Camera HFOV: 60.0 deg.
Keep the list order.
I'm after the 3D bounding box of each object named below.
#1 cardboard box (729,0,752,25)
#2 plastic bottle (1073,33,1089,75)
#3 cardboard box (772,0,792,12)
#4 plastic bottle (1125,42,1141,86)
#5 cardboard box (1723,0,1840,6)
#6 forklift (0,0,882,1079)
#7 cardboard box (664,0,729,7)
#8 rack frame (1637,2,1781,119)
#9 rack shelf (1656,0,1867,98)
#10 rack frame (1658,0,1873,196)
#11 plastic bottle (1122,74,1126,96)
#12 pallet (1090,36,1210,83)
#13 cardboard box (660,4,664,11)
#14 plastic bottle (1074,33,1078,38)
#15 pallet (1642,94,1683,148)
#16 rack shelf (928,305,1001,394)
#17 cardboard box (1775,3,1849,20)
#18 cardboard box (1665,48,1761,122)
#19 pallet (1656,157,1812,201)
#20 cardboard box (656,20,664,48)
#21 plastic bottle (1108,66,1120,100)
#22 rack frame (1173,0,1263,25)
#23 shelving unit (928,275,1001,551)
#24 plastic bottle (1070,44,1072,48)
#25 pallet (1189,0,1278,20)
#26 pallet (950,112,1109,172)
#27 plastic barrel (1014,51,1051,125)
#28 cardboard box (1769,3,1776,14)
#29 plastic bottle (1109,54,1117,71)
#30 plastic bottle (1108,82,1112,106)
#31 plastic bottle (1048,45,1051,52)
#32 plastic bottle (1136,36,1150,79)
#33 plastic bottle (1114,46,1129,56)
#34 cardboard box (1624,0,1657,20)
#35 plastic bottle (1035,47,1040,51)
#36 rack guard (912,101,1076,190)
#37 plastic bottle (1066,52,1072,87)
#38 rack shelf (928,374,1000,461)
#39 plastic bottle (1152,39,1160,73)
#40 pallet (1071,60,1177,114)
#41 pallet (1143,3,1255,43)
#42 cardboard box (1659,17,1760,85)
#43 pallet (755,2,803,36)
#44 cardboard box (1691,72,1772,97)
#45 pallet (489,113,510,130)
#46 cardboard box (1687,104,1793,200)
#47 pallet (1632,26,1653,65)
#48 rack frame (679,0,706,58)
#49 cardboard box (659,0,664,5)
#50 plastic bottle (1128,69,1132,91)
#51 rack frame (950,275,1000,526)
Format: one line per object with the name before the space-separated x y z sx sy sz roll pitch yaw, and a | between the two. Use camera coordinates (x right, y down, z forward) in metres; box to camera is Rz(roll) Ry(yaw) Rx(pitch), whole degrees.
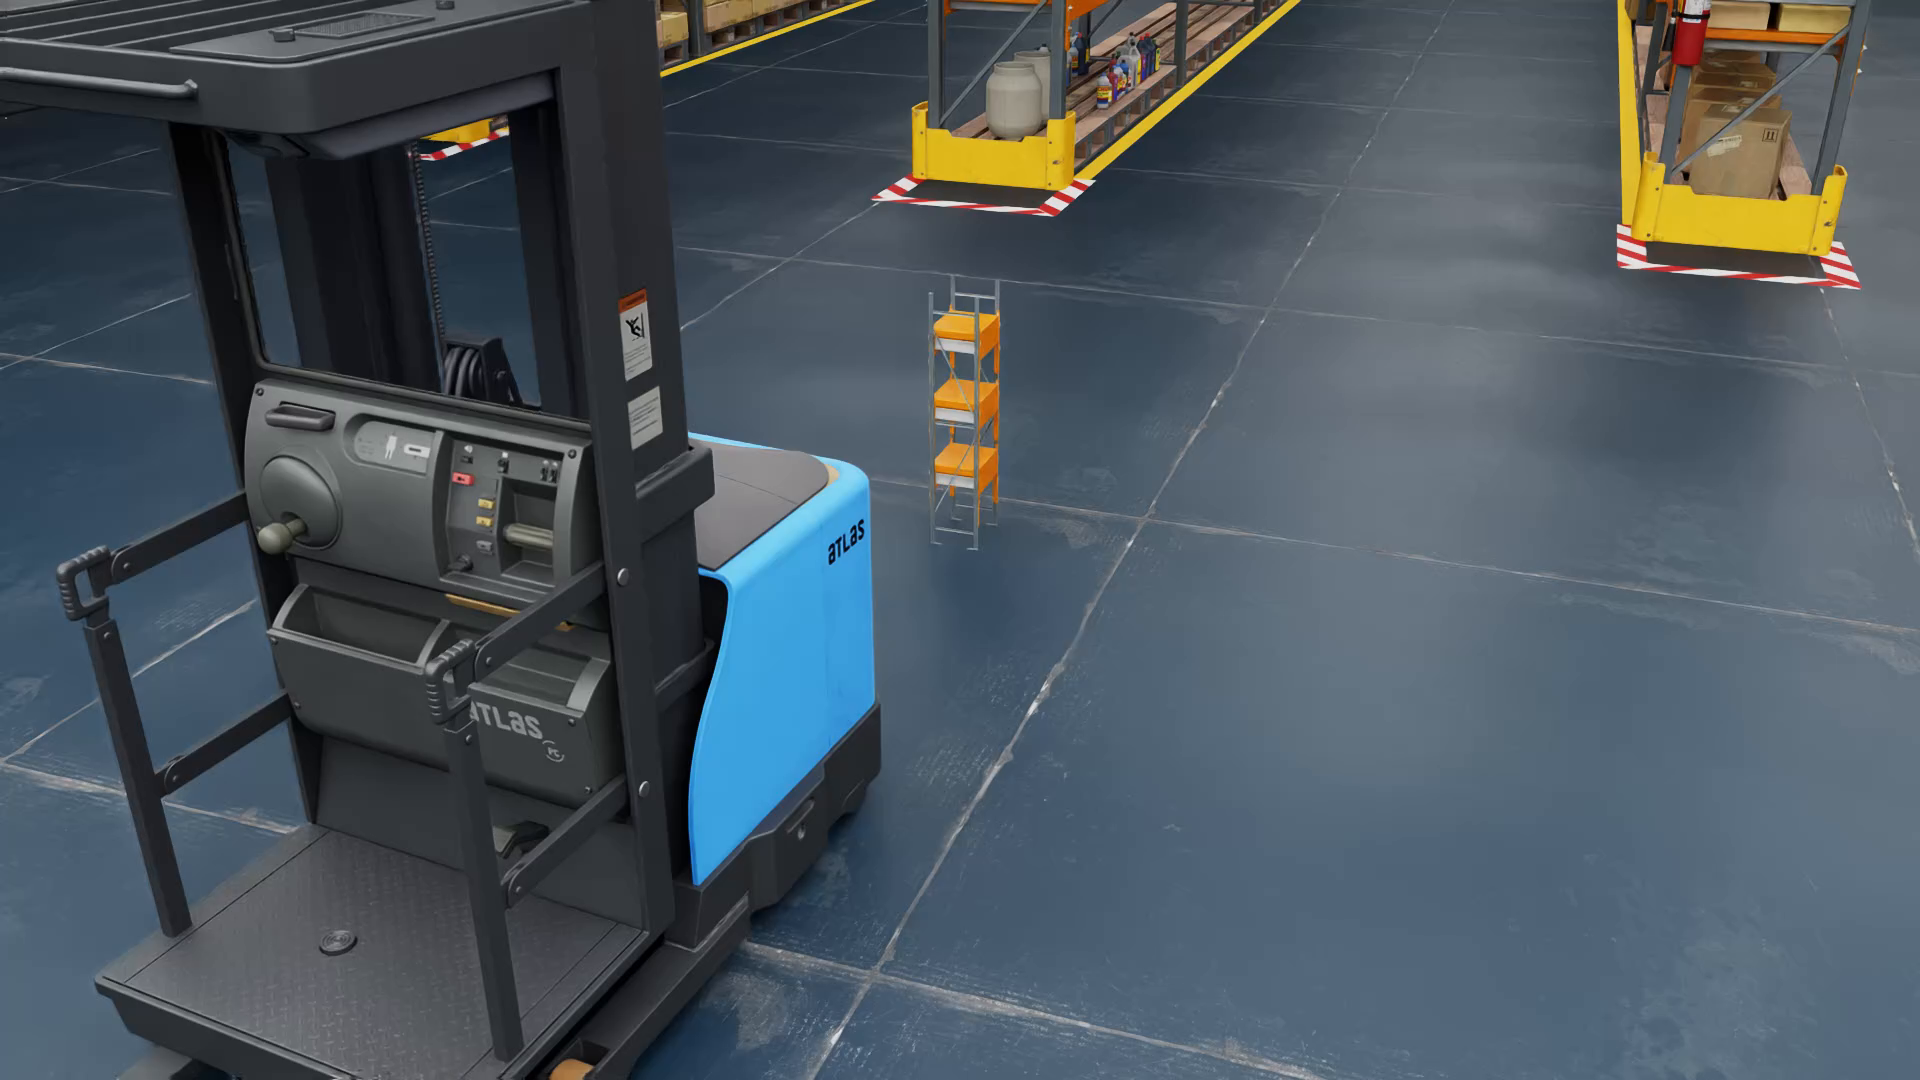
cardboard box | -2.540 -5.621 17.592 0.500 0.250 0.500 9 27 19
plastic bottle | 1.066 -4.324 14.773 0.144 0.351 0.185 9 27 17
cardboard box | -2.200 -6.044 18.464 0.500 0.250 0.500 9 27 18
plastic bottle | 1.477 -4.098 14.307 0.144 0.351 0.185 9 27 17
cardboard box | 5.139 -3.649 10.389 0.875 0.500 0.500 9 27 17
forklift | -1.318 -0.074 3.539 1.130 2.935 3.031 11 28 22
cardboard box | -2.707 -5.668 17.044 0.500 0.311 0.500 9 27 18
rack frame | 6.261 -4.892 13.412 1.000 3.000 0.127 9 27 17
rack shelf | 5.595 -3.747 11.871 1.077 0.370 4.000 9 27 17
rack frame | 4.930 -3.248 10.017 1.000 3.000 0.127 9 27 17
plastic bottle | 1.337 -3.828 13.920 0.097 0.201 0.097 0 26 0
pallet | 1.815 -4.684 16.181 1.003 0.211 1.213 9 27 17
cardboard box | -3.215 -5.494 17.329 0.500 0.250 0.500 8 27 17
plastic bottle | 1.071 -4.513 15.255 0.097 0.271 0.097 0 26 0
pallet | 6.071 -3.356 13.439 1.003 0.211 1.213 9 27 17
rack shelf | 0.018 -0.740 6.448 0.215 0.259 0.240 9 27 17
cardboard box | 5.351 -3.318 10.449 0.380 0.149 0.250 9 27 17
cardboard box | 5.907 -3.561 13.049 0.500 0.500 0.500 19 32 34
pallet | 5.259 -2.353 11.368 1.003 0.211 1.213 9 27 17
cardboard box | -3.203 -4.855 16.010 0.500 0.250 0.500 9 27 17
plastic bottle | 1.271 -3.777 13.736 0.097 0.271 0.097 0 26 0
rack frame | 2.921 -7.254 18.291 1.000 3.000 0.127 9 27 17
shelving unit | 0.018 -0.495 6.567 0.215 1.050 0.252 9 27 17
plastic bottle | 0.930 -4.345 14.816 0.144 0.351 0.185 10 27 19
pallet | 3.144 -6.329 19.580 1.003 0.211 1.213 9 27 17
pallet | 0.516 -3.083 12.875 1.003 0.211 1.213 9 27 17
plastic barrel | 0.573 -3.523 12.958 0.421 0.512 0.421 0 26 0
cardboard box | 5.512 -3.524 10.875 0.380 0.149 0.250 9 27 17
plastic bottle | 1.318 -4.017 14.216 0.061 0.283 0.133 9 27 17
plastic bottle | 1.191 -3.648 13.548 0.097 0.201 0.097 0 26 0
plastic bottle | 0.773 -4.175 14.543 0.061 0.283 0.133 10 28 20
plastic bottle | 1.584 -4.231 14.581 0.144 0.351 0.185 7 27 15
plastic bottle | 1.436 -4.208 14.620 0.152 0.276 0.135 9 27 17
cardboard box | 7.841 -6.049 17.758 1.225 0.875 0.875 7 27 15
plastic bottle | 0.664 -4.016 14.137 0.144 0.351 0.185 10 28 20
rack guard | 0.240 -2.880 12.124 1.175 0.500 0.348 9 27 17
plastic bottle | 0.874 -4.048 14.288 0.152 0.276 0.135 9 27 17
rack shelf | 0.018 -0.485 6.571 0.215 0.259 0.240 9 27 17
plastic bottle | 1.741 -4.340 14.885 0.061 0.283 0.133 10 28 20
pallet | 1.328 -4.085 14.946 1.003 0.211 1.213 9 27 17
pallet | 2.627 -5.686 18.252 1.003 0.211 1.213 9 27 17
cardboard box | 6.486 -4.214 14.376 0.700 0.500 0.500 7 27 13
pallet | -2.467 -5.887 18.666 1.003 0.211 1.213 9 27 17
cardboard box | 5.546 -3.072 12.039 0.500 0.500 0.500 11 28 22
pallet | -4.196 -3.752 14.257 1.003 0.211 1.213 9 27 17
cardboard box | 5.154 -2.567 10.995 0.500 0.500 0.500 14 29 27
pallet | 7.331 -4.960 16.752 1.003 0.211 1.213 9 27 17
rack frame | -3.079 -6.330 16.382 1.000 3.000 0.127 9 27 17
cardboard box | -3.215 -5.742 17.197 0.500 0.311 0.500 9 27 17
plastic bottle | 1.405 -3.912 14.094 0.097 0.201 0.097 0 26 0
rack frame | 0.058 -0.545 6.670 0.200 1.050 0.008 9 27 17
